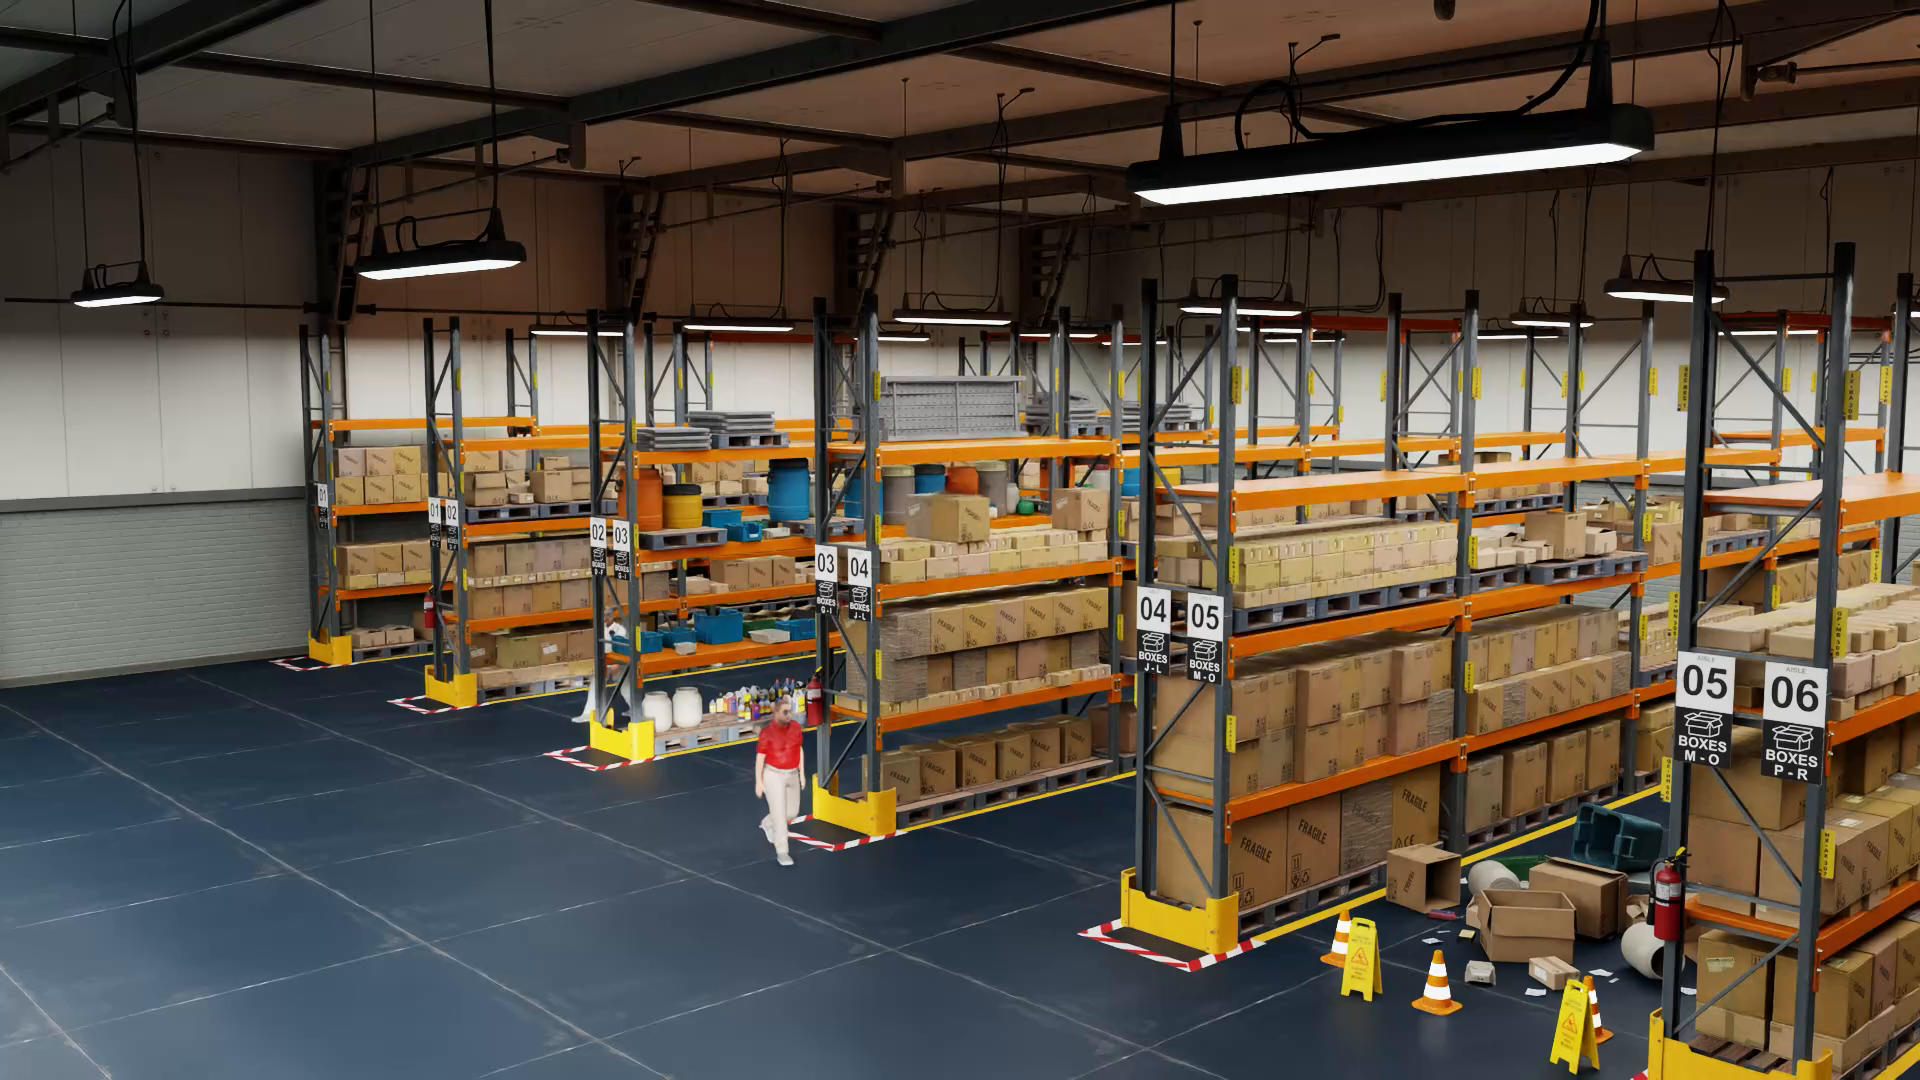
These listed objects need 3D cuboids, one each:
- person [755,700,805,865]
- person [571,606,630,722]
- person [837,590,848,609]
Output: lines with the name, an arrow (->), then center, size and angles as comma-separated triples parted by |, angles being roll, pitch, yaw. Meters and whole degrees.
person -> -1.920, 2.528, 17.754 | 0.569, 1.685, 0.960 | -5, 7, -39
person -> -5.225, 1.811, 24.537 | 0.636, 1.702, 1.088 | 4, 7, 32
person -> -1.900, 1.336, 29.720 | 0.670, 1.685, 0.685 | -4, 7, -34
